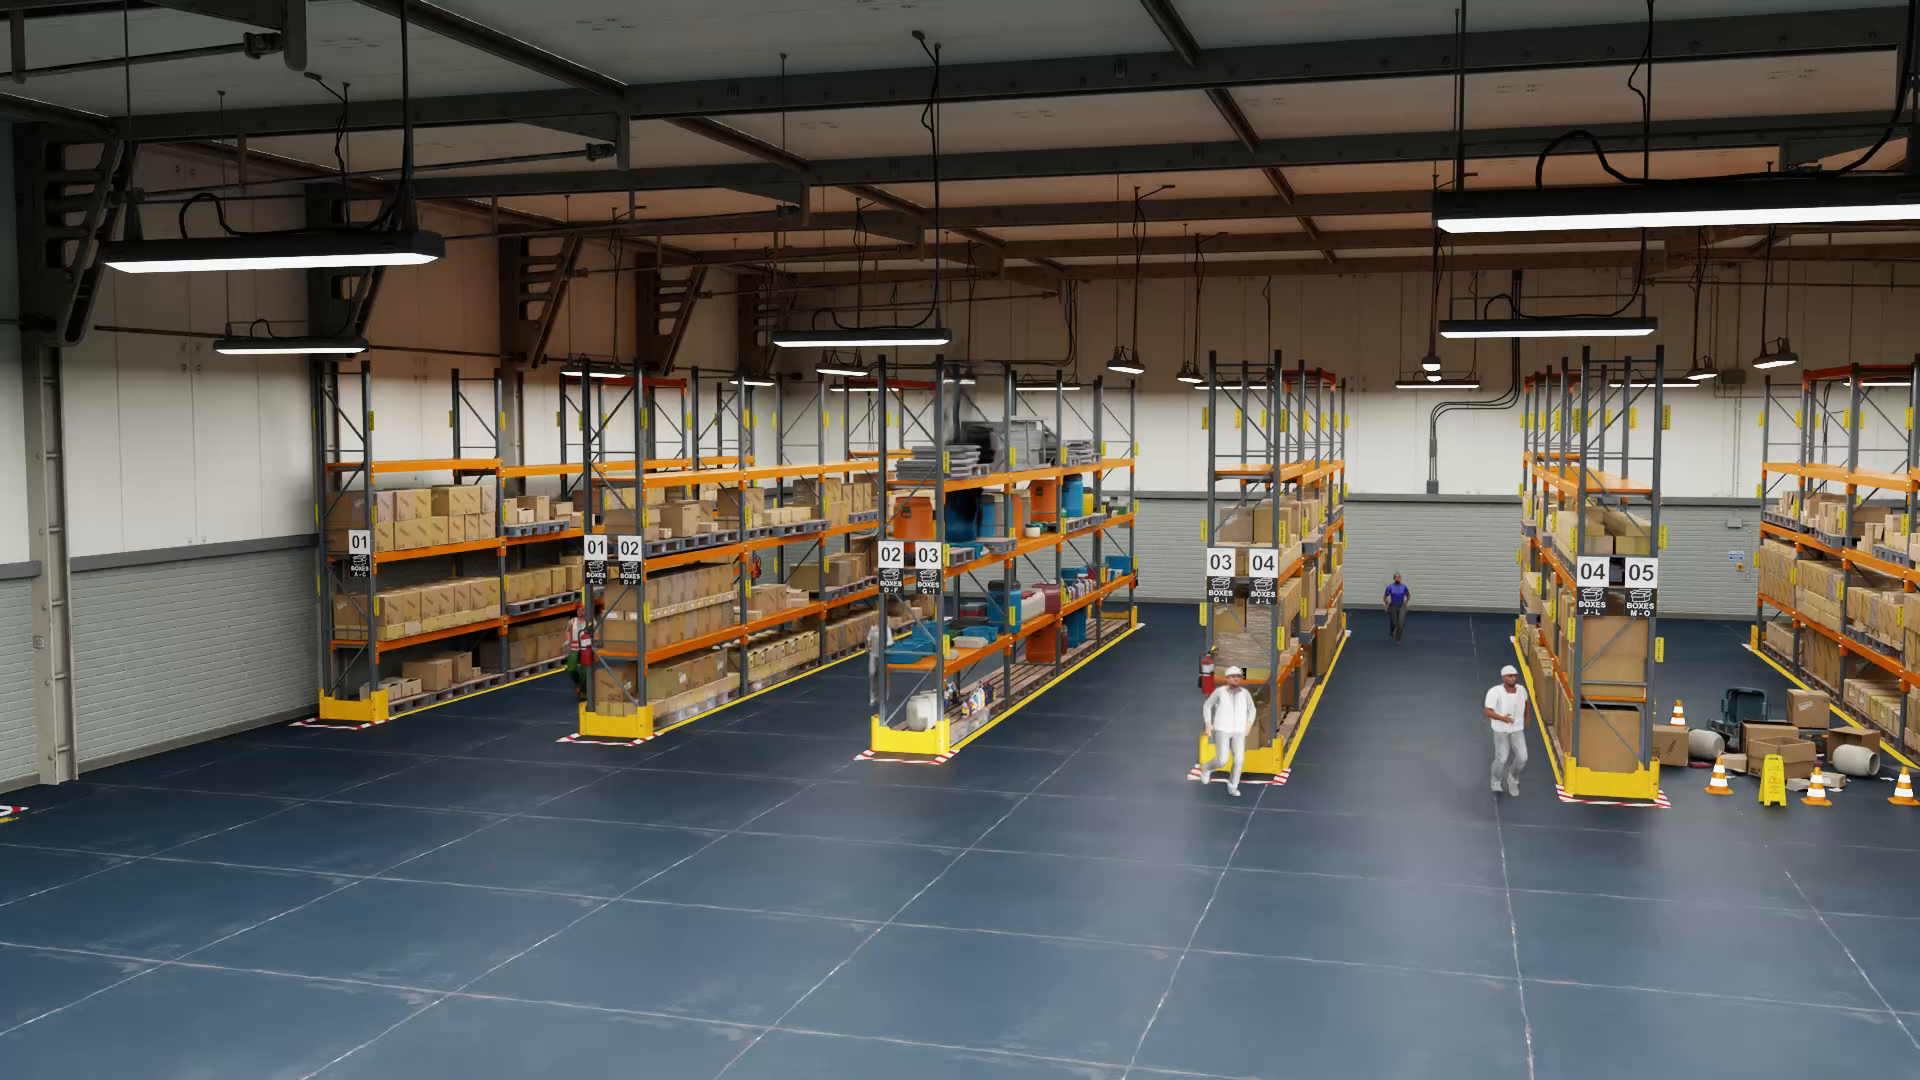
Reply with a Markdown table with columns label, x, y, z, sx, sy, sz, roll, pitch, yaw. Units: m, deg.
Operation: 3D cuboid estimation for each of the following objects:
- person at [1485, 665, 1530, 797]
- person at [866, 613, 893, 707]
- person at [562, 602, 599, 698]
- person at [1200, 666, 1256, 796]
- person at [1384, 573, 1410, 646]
| label | x | y | z | sx | sy | sz | roll | pitch | yaw |
| --- | --- | --- | --- | --- | --- | --- | --- | --- | --- |
| person | 7.336 | 2.553 | 22.153 | 0.721 | 1.780 | 0.692 | -1 | 4 | -7 |
| person | -1.421 | 2.099 | 29.400 | 0.511 | 1.639 | 0.735 | 1 | 4 | 10 |
| person | -6.813 | 1.989 | 29.801 | 0.664 | 1.739 | 0.603 | 0 | 4 | 3 |
| person | 3.648 | 2.558 | 22.392 | 0.721 | 1.724 | 0.594 | -1 | 4 | -13 |
| person | 9.810 | 1.544 | 37.337 | 0.588 | 1.619 | 0.583 | 0 | 4 | 7 |
